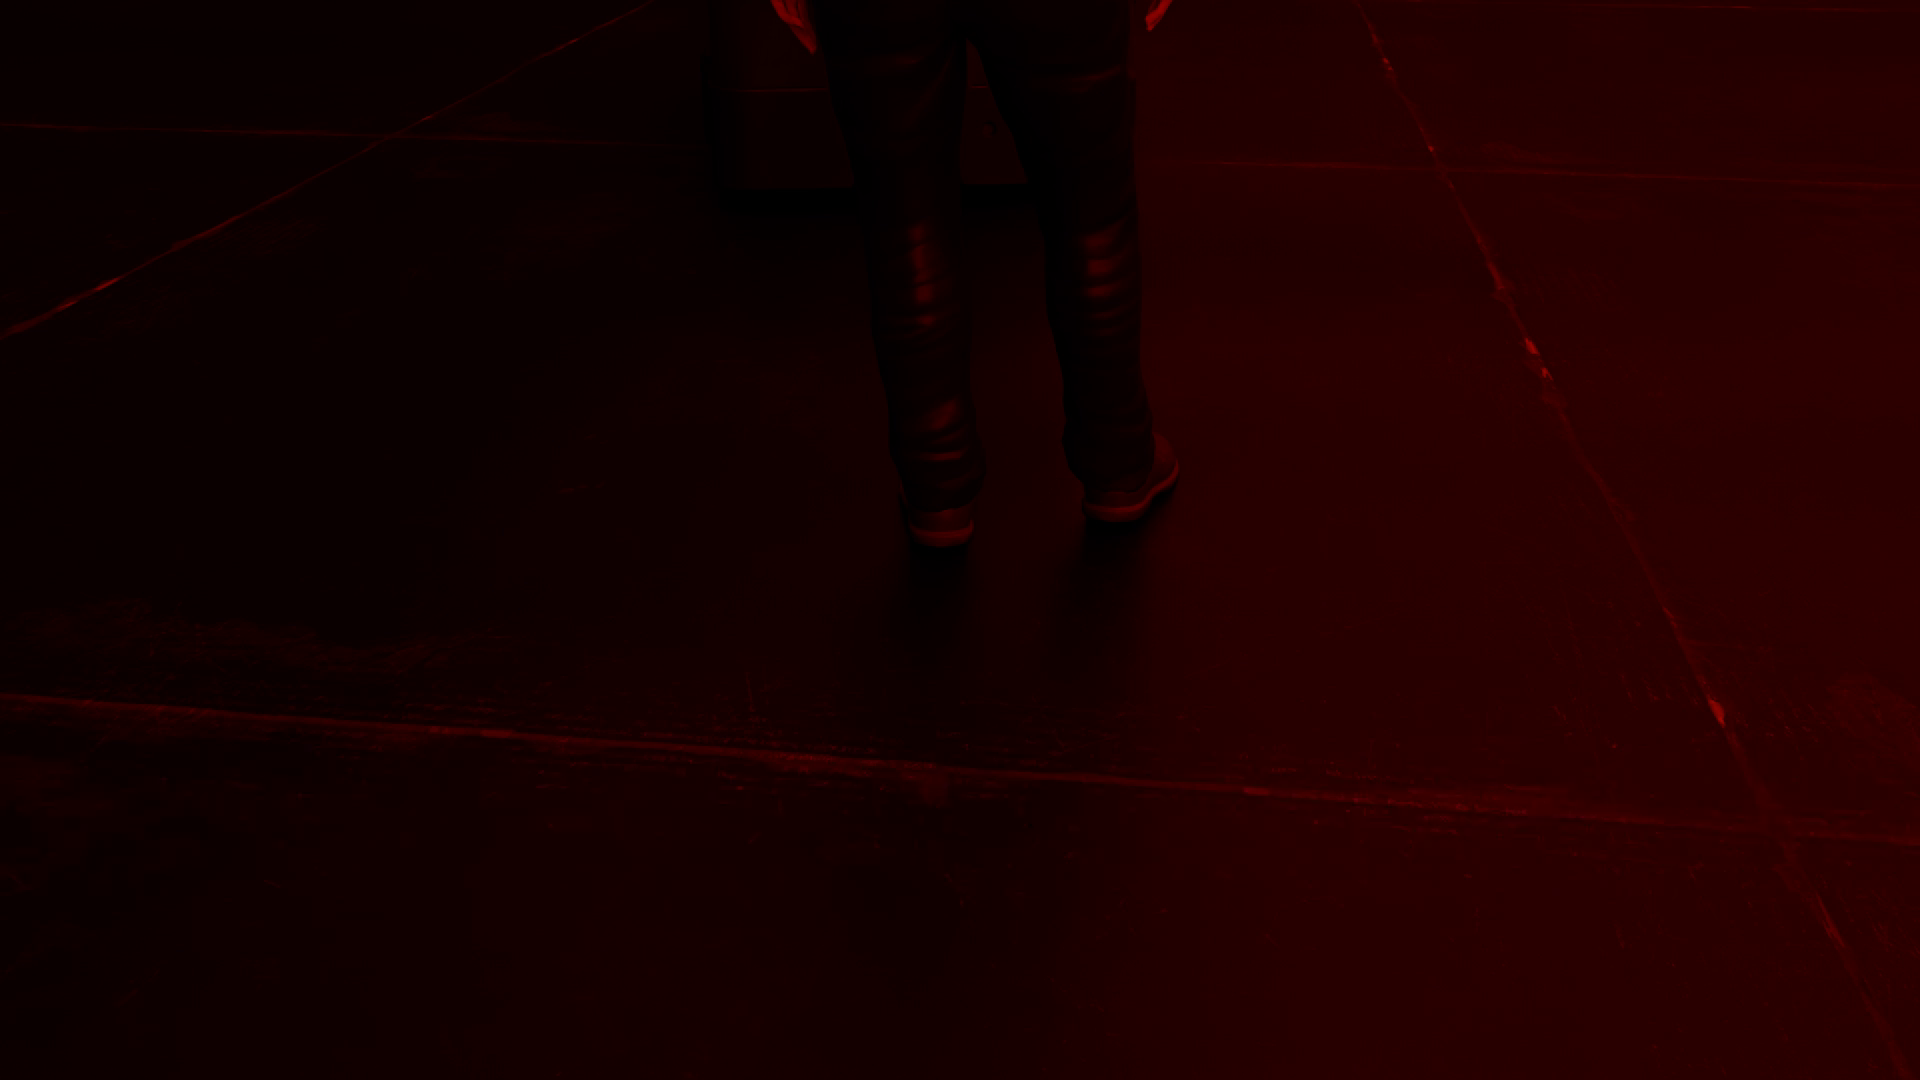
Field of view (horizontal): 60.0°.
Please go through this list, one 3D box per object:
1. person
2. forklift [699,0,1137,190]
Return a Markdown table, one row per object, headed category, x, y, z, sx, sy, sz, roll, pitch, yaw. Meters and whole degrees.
| category | x | y | z | sx | sy | sz | roll | pitch | yaw |
| --- | --- | --- | --- | --- | --- | --- | --- | --- | --- |
| person | 0.035 | -0.783 | 2.205 | 0.598 | 1.651 | 0.503 | 3 | 27 | 7 |
| forklift | -0.211 | -2.787 | 4.804 | 1.130 | 2.935 | 3.031 | -2 | 27 | -4 |
